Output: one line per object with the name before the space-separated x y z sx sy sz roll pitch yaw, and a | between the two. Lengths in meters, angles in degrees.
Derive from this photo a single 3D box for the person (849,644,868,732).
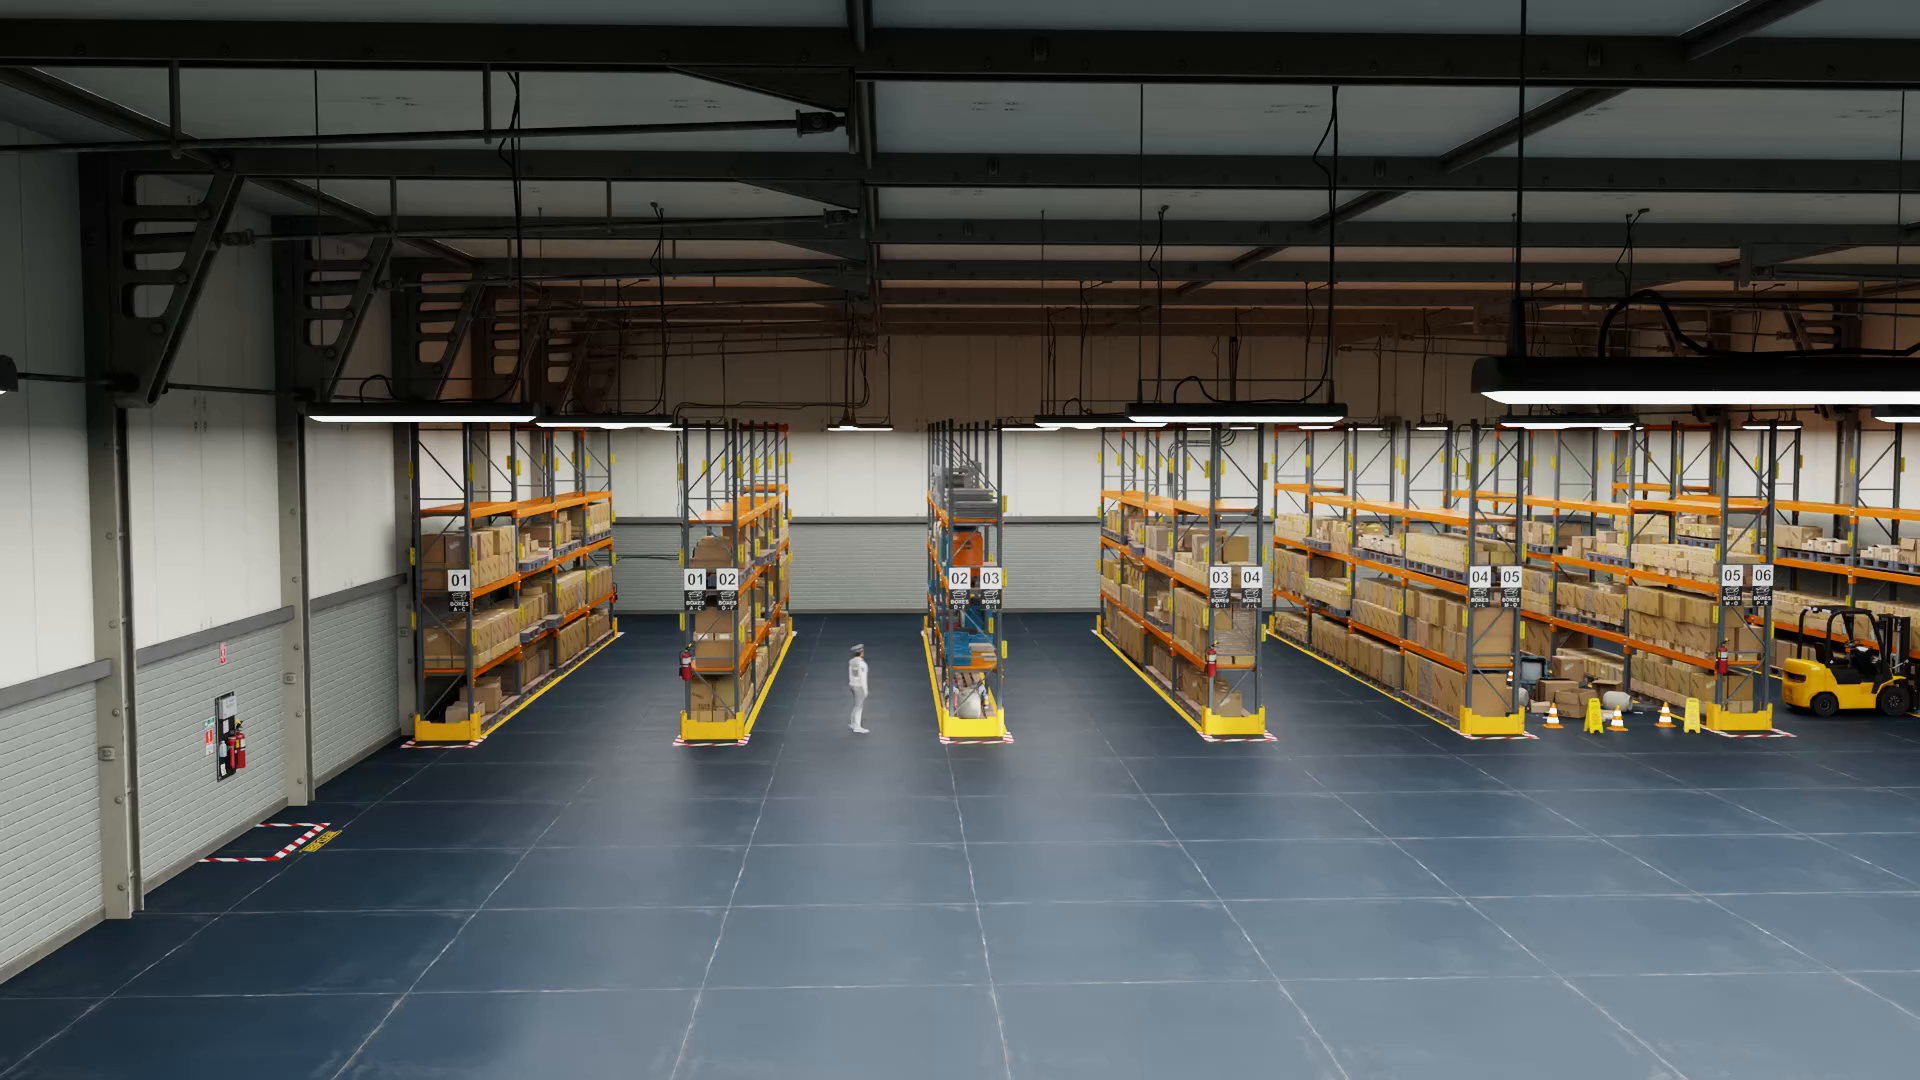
person | -1.941 2.863 31.921 0.340 1.723 0.567 -2 4 -25
